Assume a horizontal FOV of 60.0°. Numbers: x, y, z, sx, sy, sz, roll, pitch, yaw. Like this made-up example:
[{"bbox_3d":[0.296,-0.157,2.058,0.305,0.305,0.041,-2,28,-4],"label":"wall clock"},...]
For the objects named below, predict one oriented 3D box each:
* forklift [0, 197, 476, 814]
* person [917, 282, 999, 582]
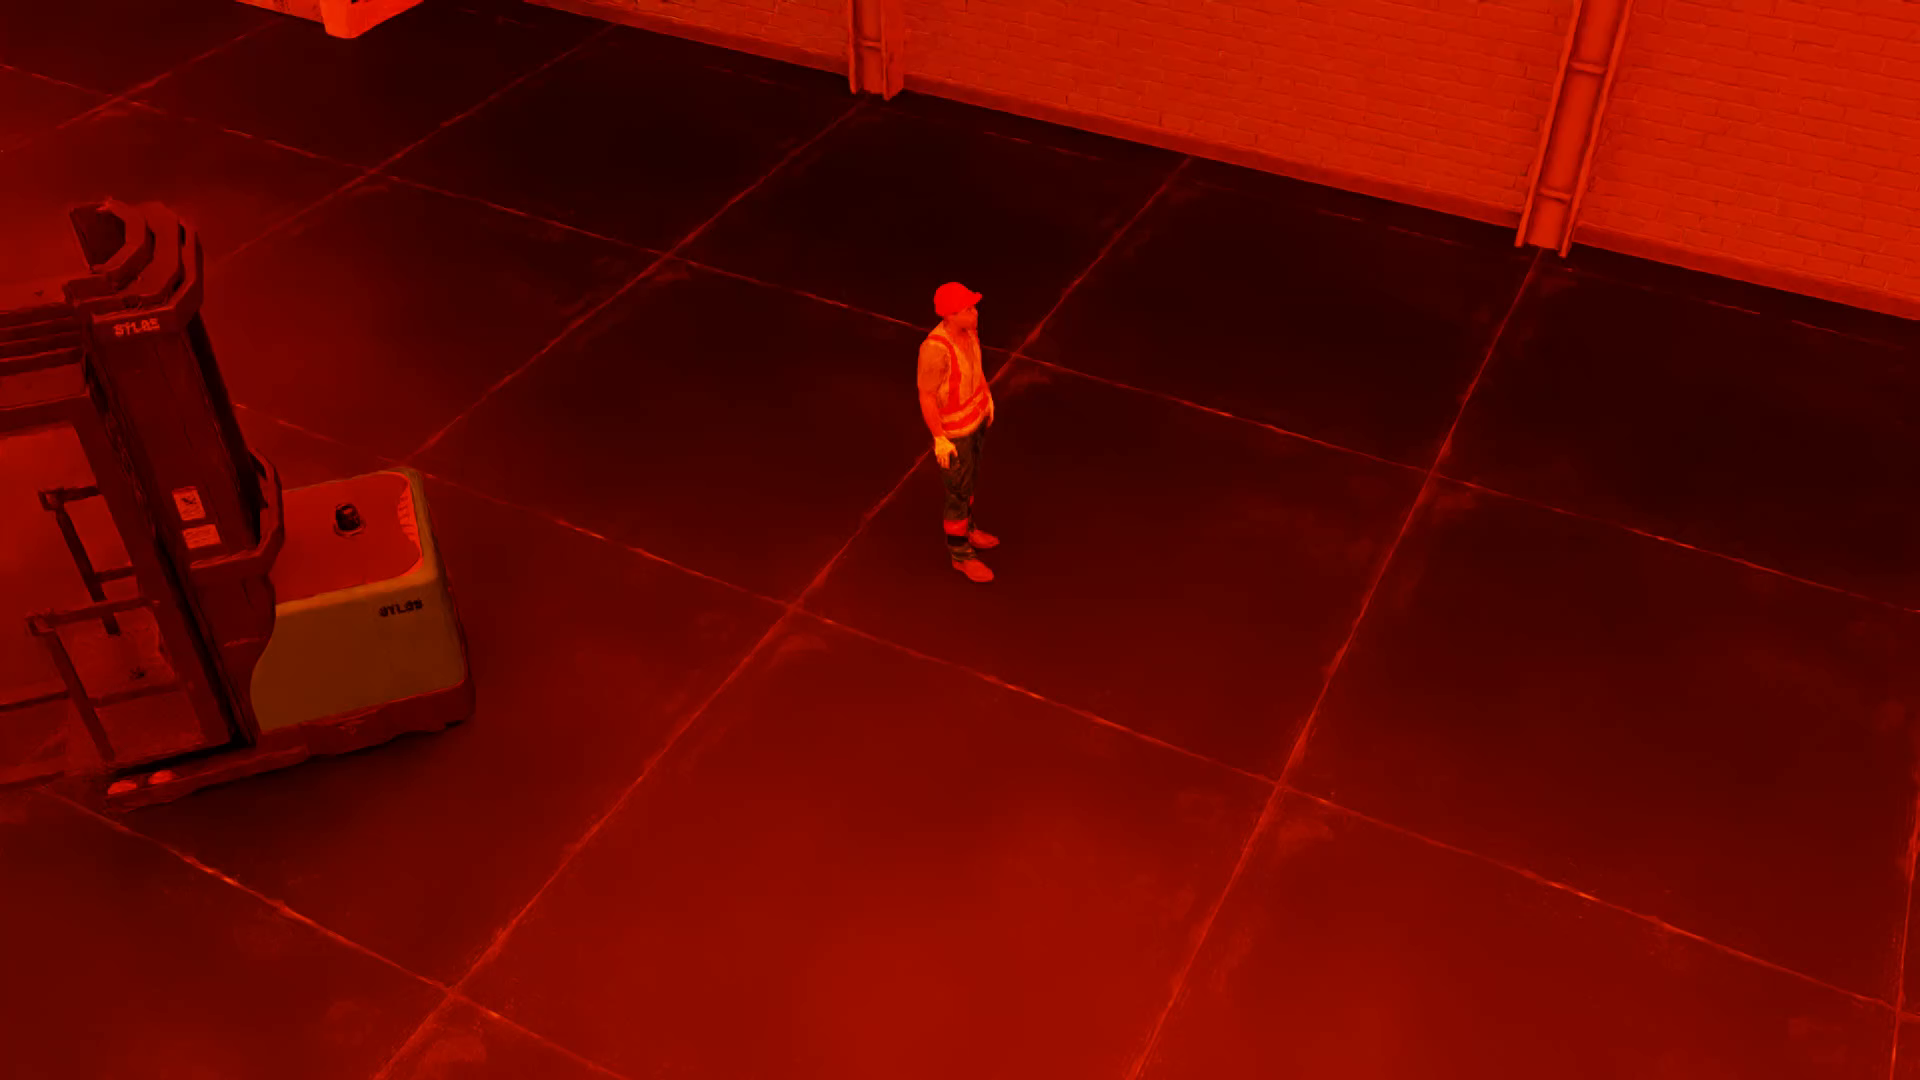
[{"bbox_3d":[-4.214,-0.102,8.108,3.031,2.935,1.130,-13,42,-15],"label":"forklift"},{"bbox_3d":[0.066,-0.660,9.645,0.563,1.787,0.637,18,43,21],"label":"person"}]
